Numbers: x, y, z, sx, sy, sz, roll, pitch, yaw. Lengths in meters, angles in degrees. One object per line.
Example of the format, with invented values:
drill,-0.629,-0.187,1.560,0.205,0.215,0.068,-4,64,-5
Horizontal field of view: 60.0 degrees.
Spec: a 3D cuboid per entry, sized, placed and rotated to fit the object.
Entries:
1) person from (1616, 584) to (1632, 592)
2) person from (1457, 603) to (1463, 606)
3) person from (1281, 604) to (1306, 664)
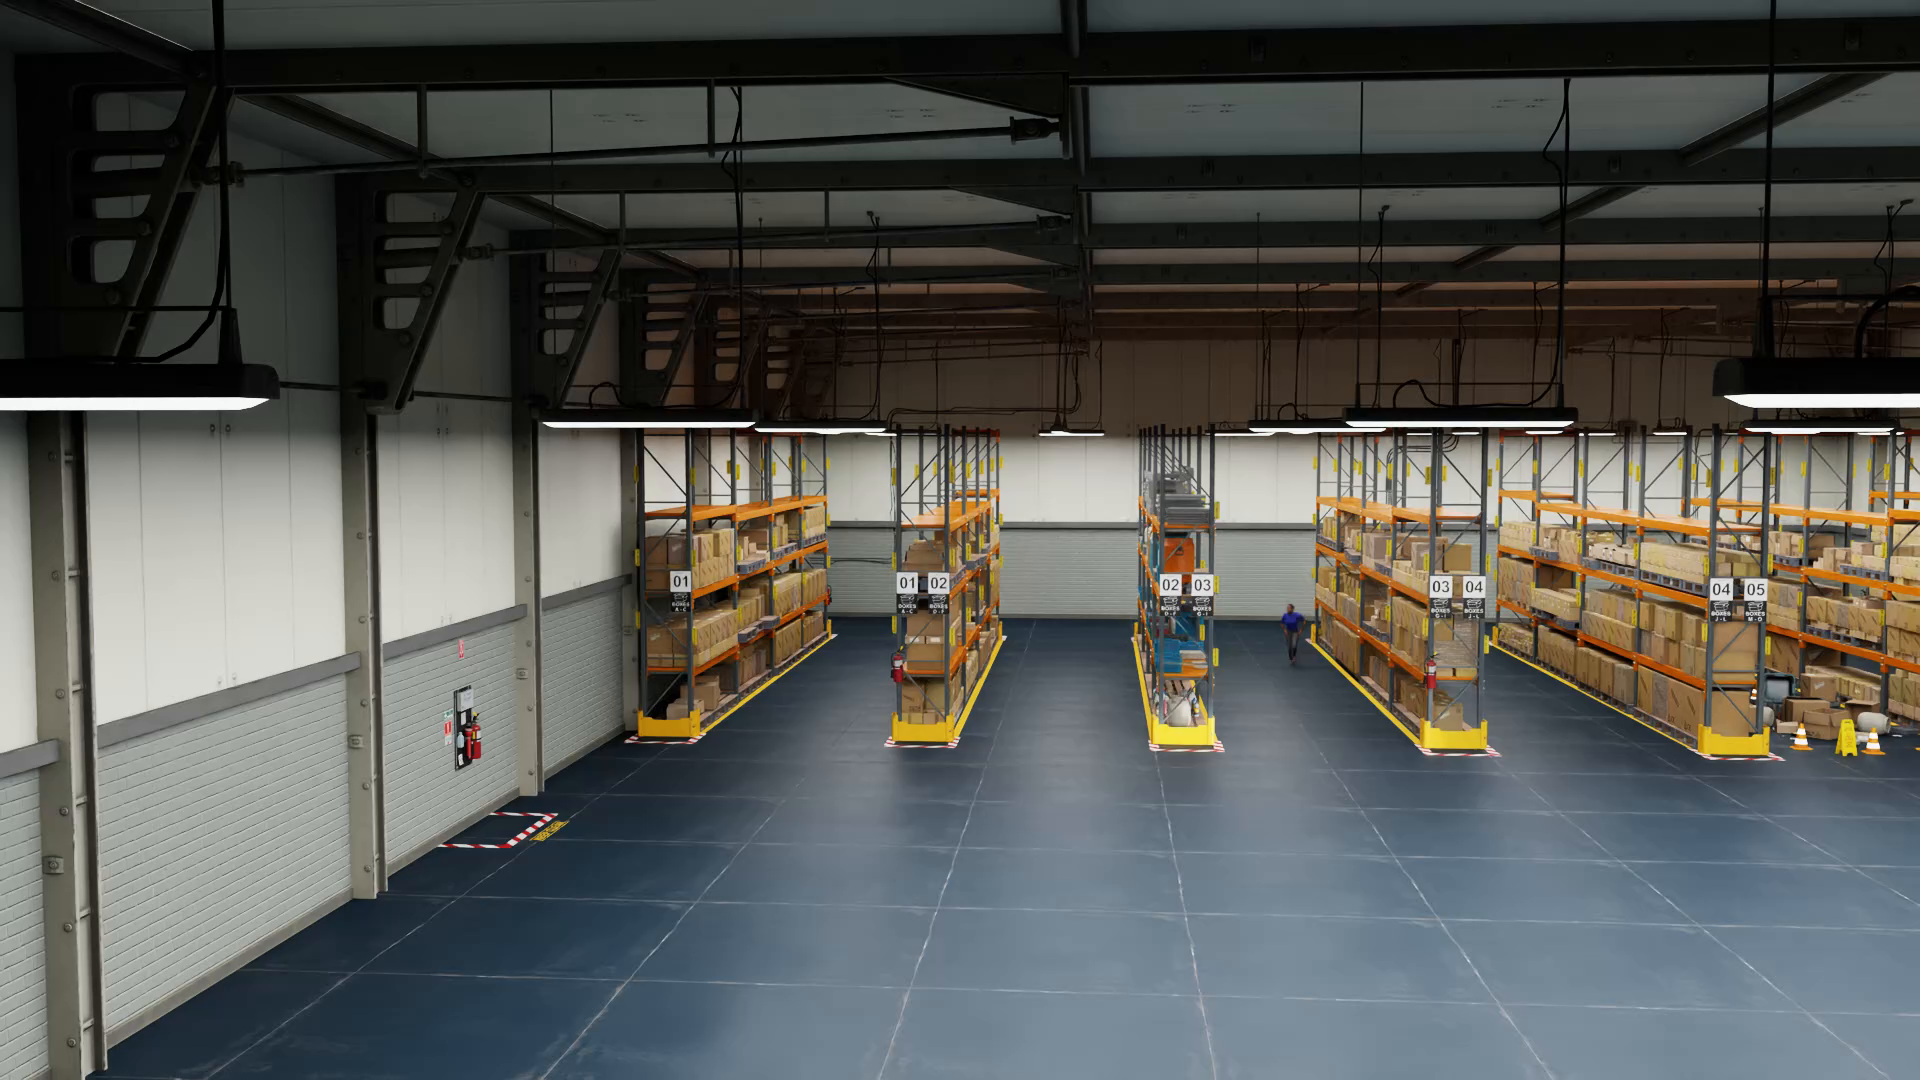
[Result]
person,19.492,1.873,48.866,1.112,1.733,0.567,-1,4,-19
person,14.167,2.032,46.771,0.499,1.657,0.746,3,4,39
person,8.443,2.381,42.084,0.630,1.570,0.728,1,4,18
